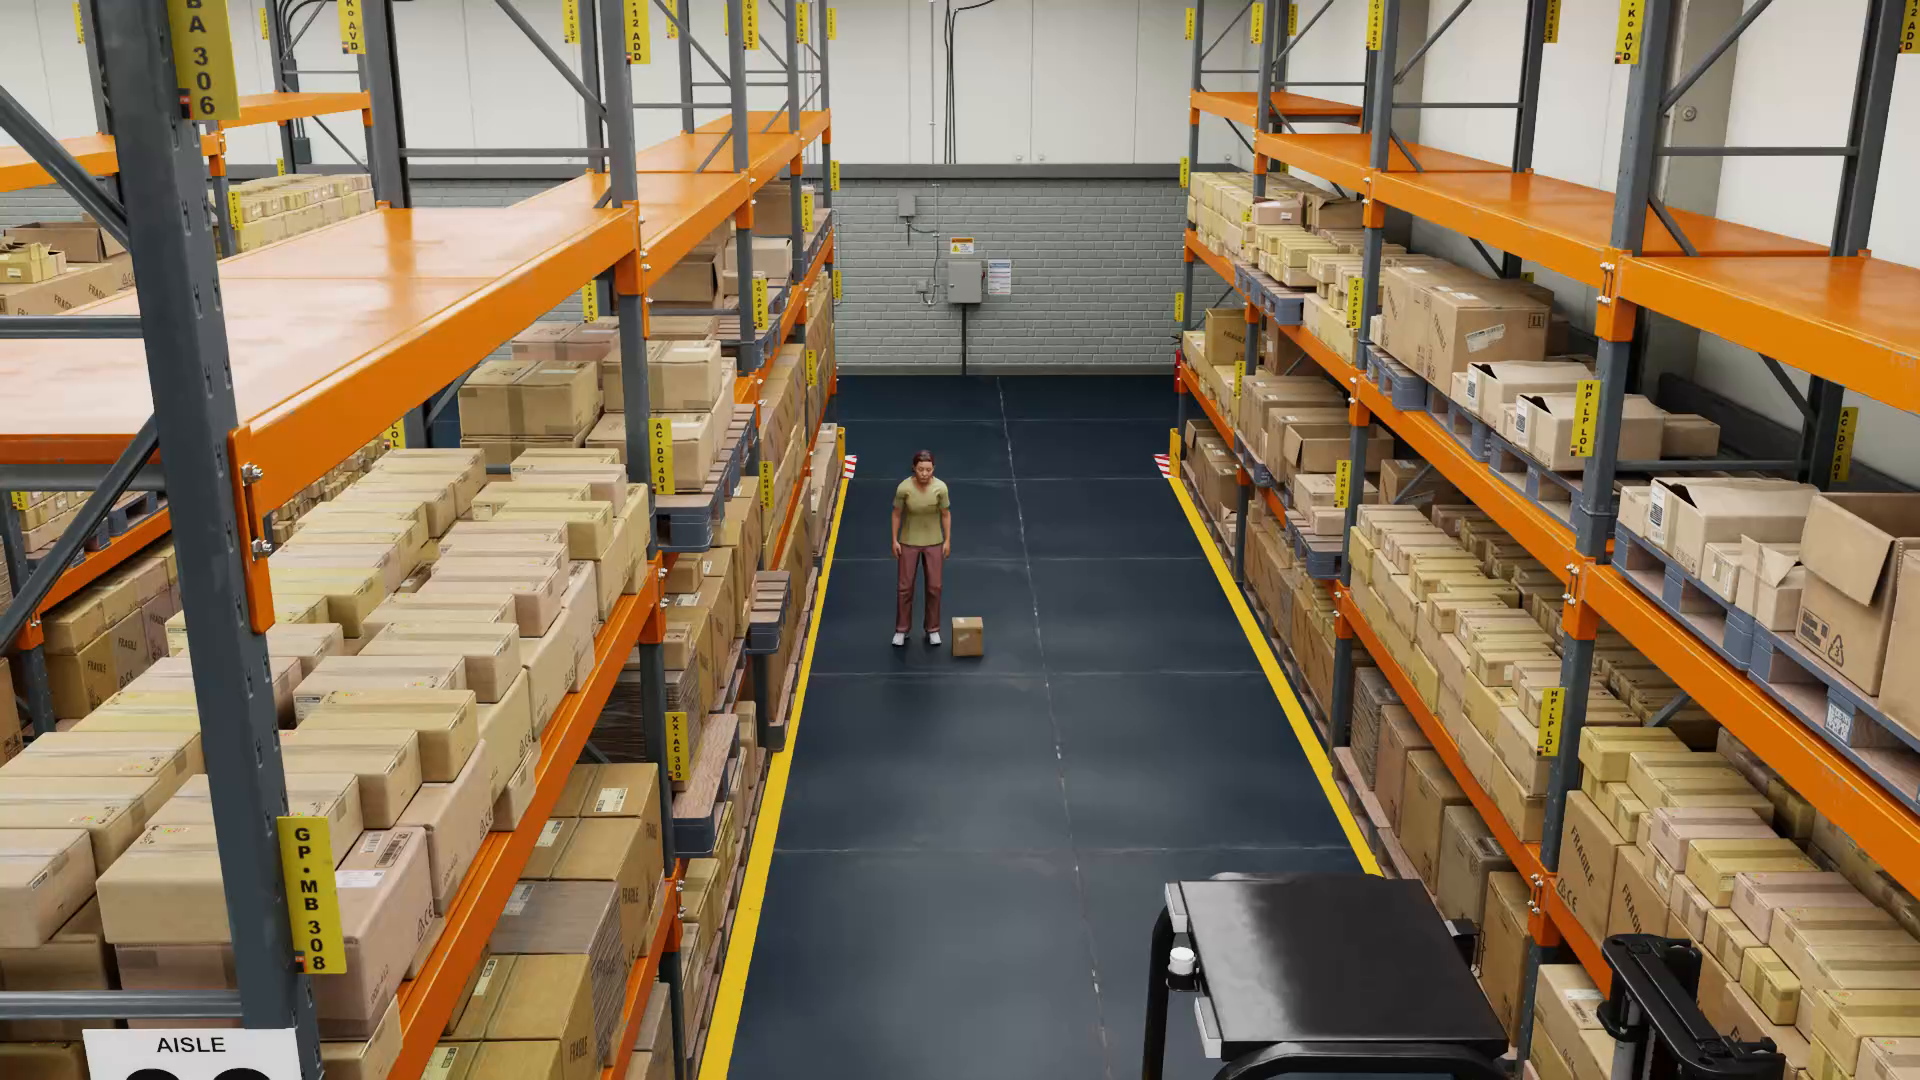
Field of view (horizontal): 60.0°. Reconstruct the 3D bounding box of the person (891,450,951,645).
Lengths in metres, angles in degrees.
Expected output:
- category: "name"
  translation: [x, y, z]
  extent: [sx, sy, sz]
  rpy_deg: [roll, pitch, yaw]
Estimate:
- category: "person"
  translation: [-0.326, 0.049, 13.892]
  extent: [0.512, 1.671, 0.358]
  rpy_deg: [-1, 17, -4]
